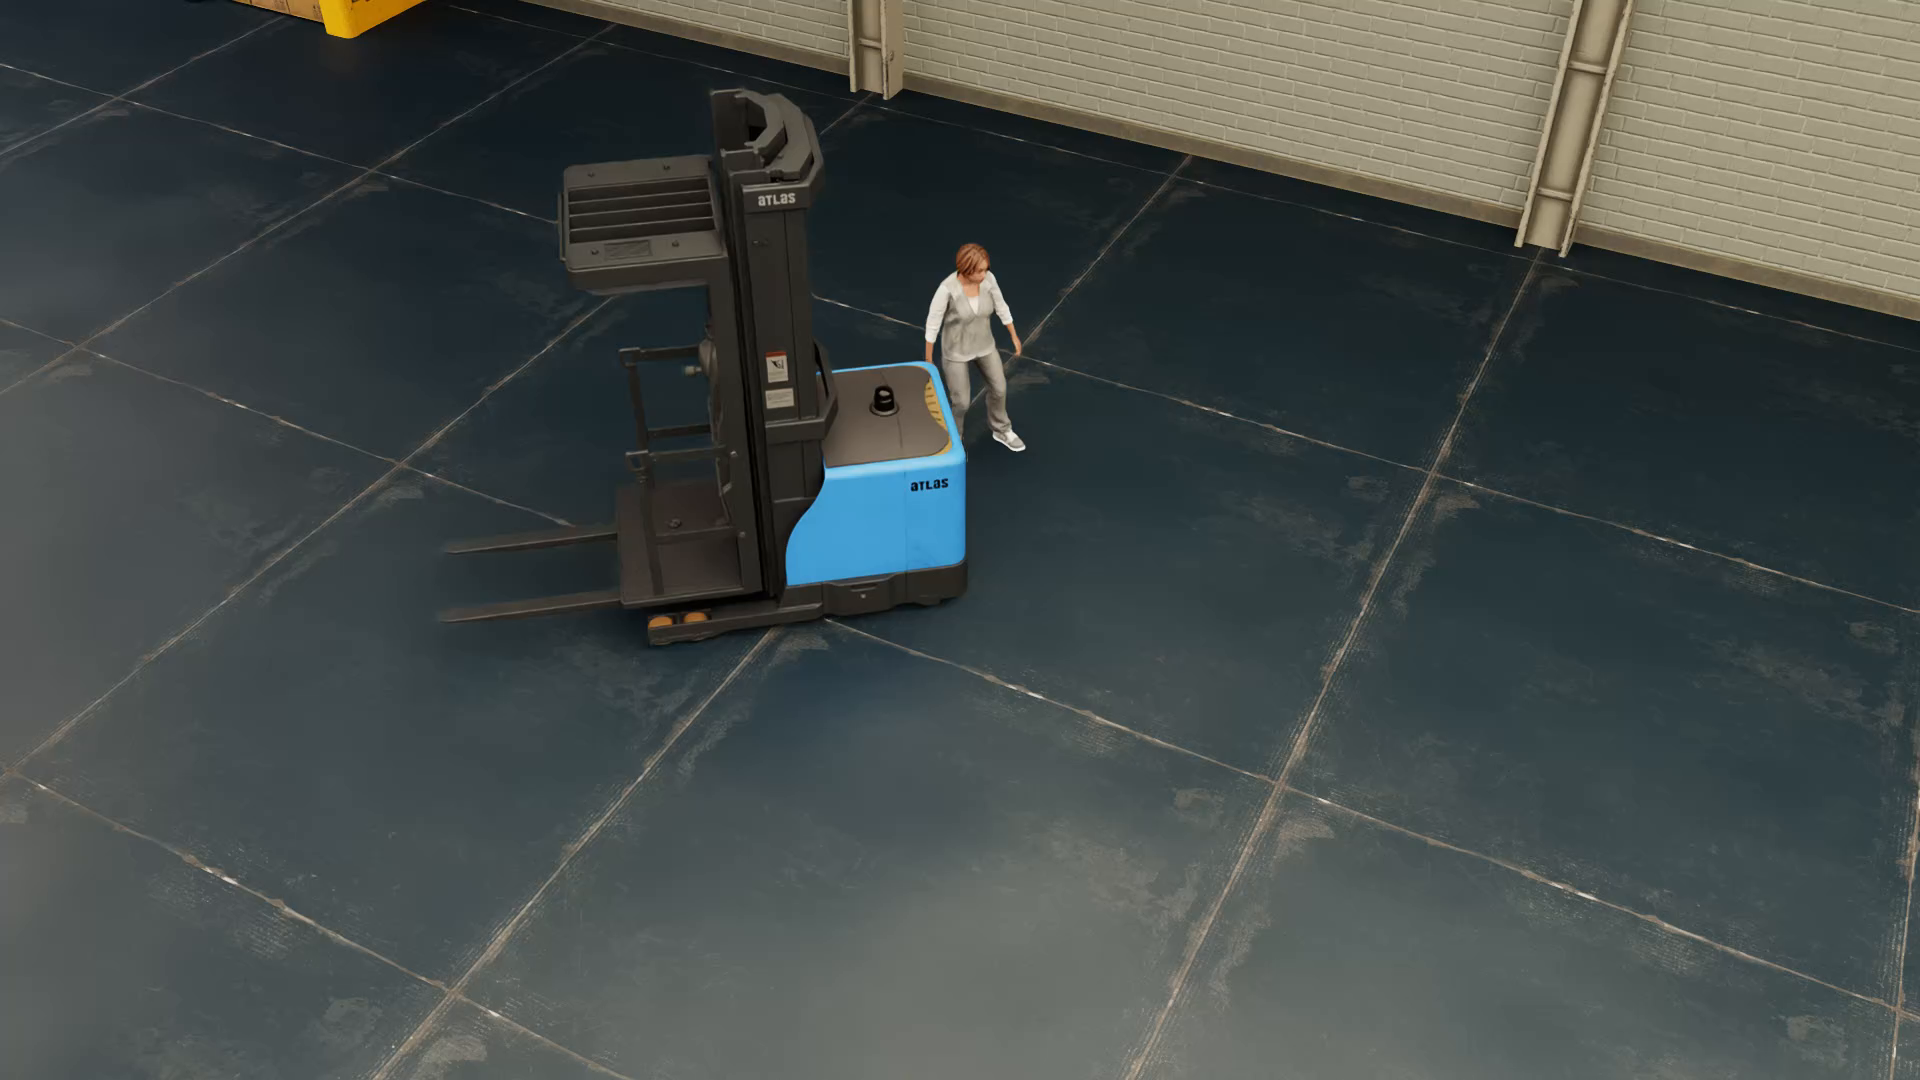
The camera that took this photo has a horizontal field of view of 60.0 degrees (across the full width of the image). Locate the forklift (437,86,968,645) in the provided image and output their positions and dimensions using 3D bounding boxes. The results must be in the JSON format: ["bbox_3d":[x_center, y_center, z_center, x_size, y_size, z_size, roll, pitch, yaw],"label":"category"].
[{"bbox_3d":[-1.525,-0.889,9.042,3.031,2.935,1.130,-7,41,-8],"label":"forklift"}]

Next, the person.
[{"bbox_3d":[0.077,-1.184,10.453,0.650,1.570,0.357,-20,44,-22],"label":"person"}]
